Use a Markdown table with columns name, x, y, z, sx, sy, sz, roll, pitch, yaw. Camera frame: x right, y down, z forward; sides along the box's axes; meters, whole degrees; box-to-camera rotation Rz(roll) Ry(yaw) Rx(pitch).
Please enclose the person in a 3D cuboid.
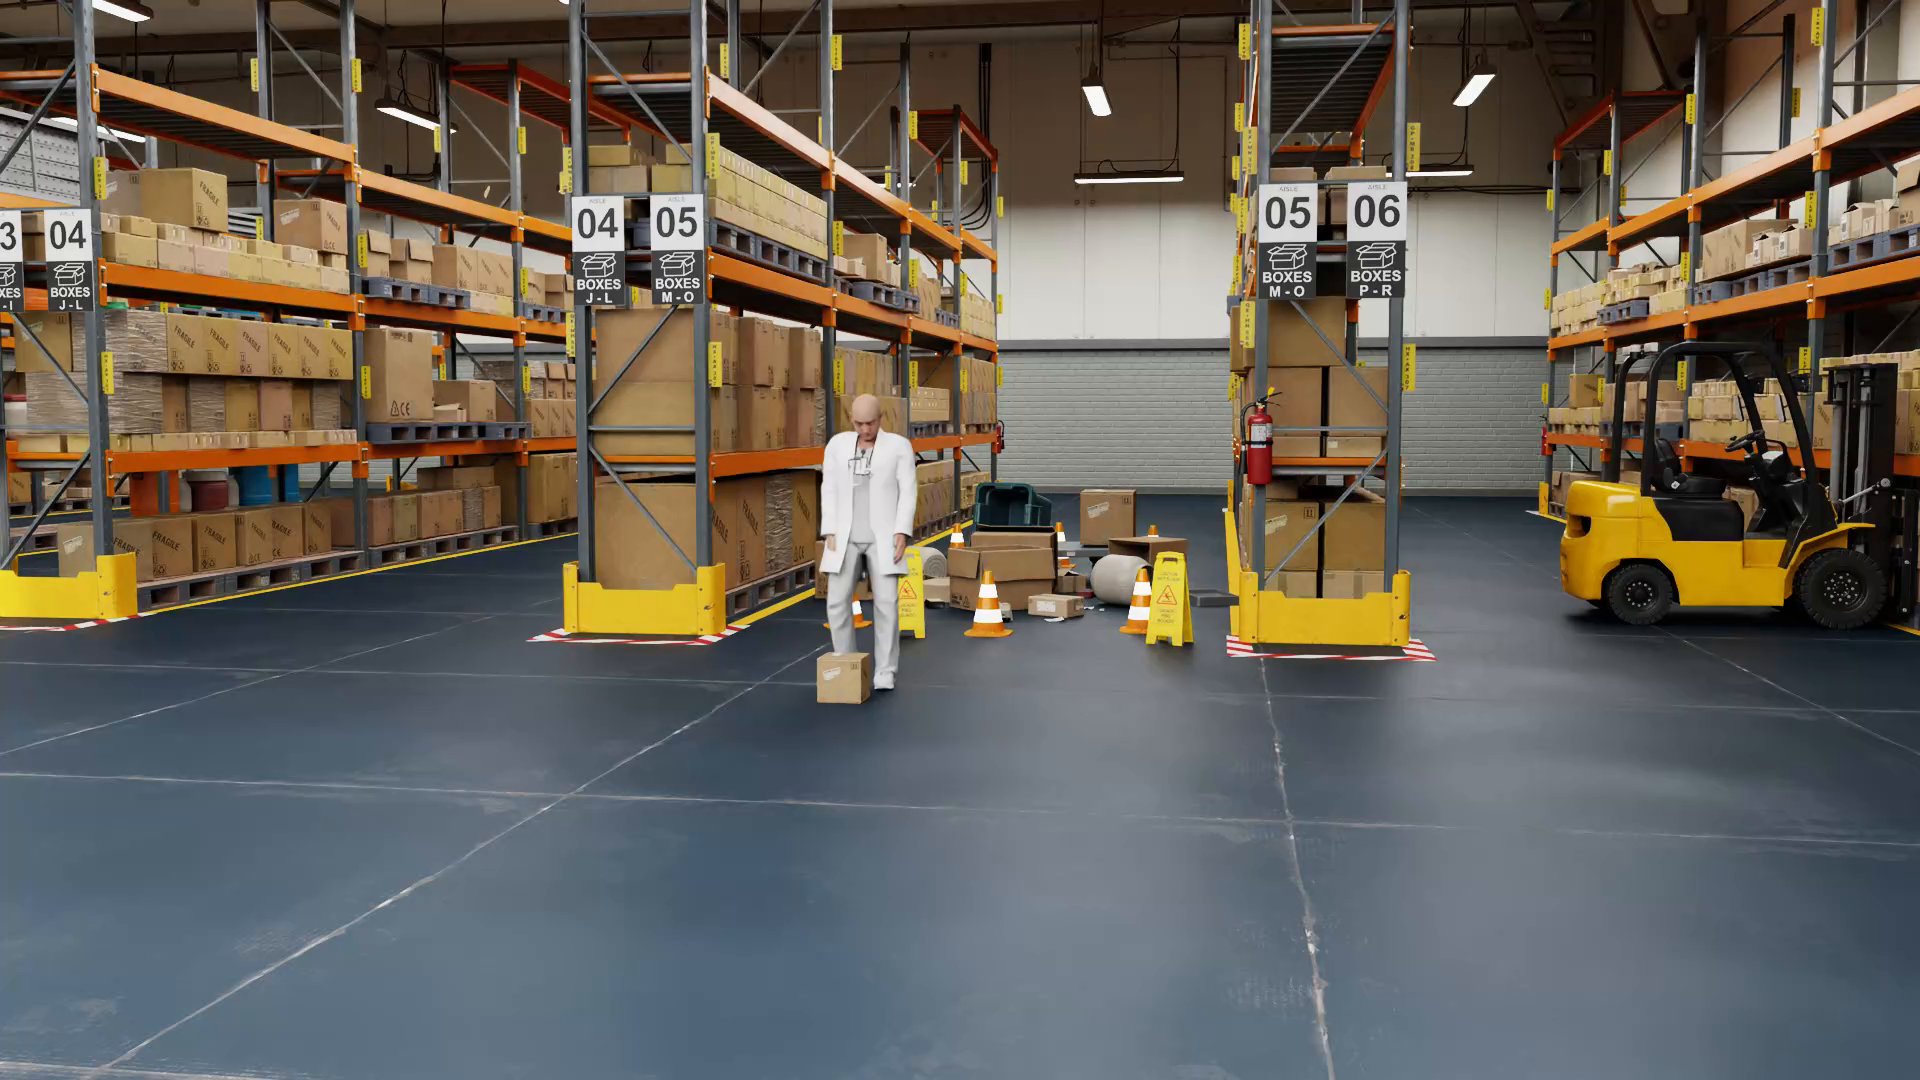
| name | x | y | z | sx | sy | sz | roll | pitch | yaw |
| --- | --- | --- | --- | --- | --- | --- | --- | --- | --- |
| person | -0.540 | 0.009 | 9.824 | 0.587 | 1.738 | 0.409 | 1 | 4 | 10 |
